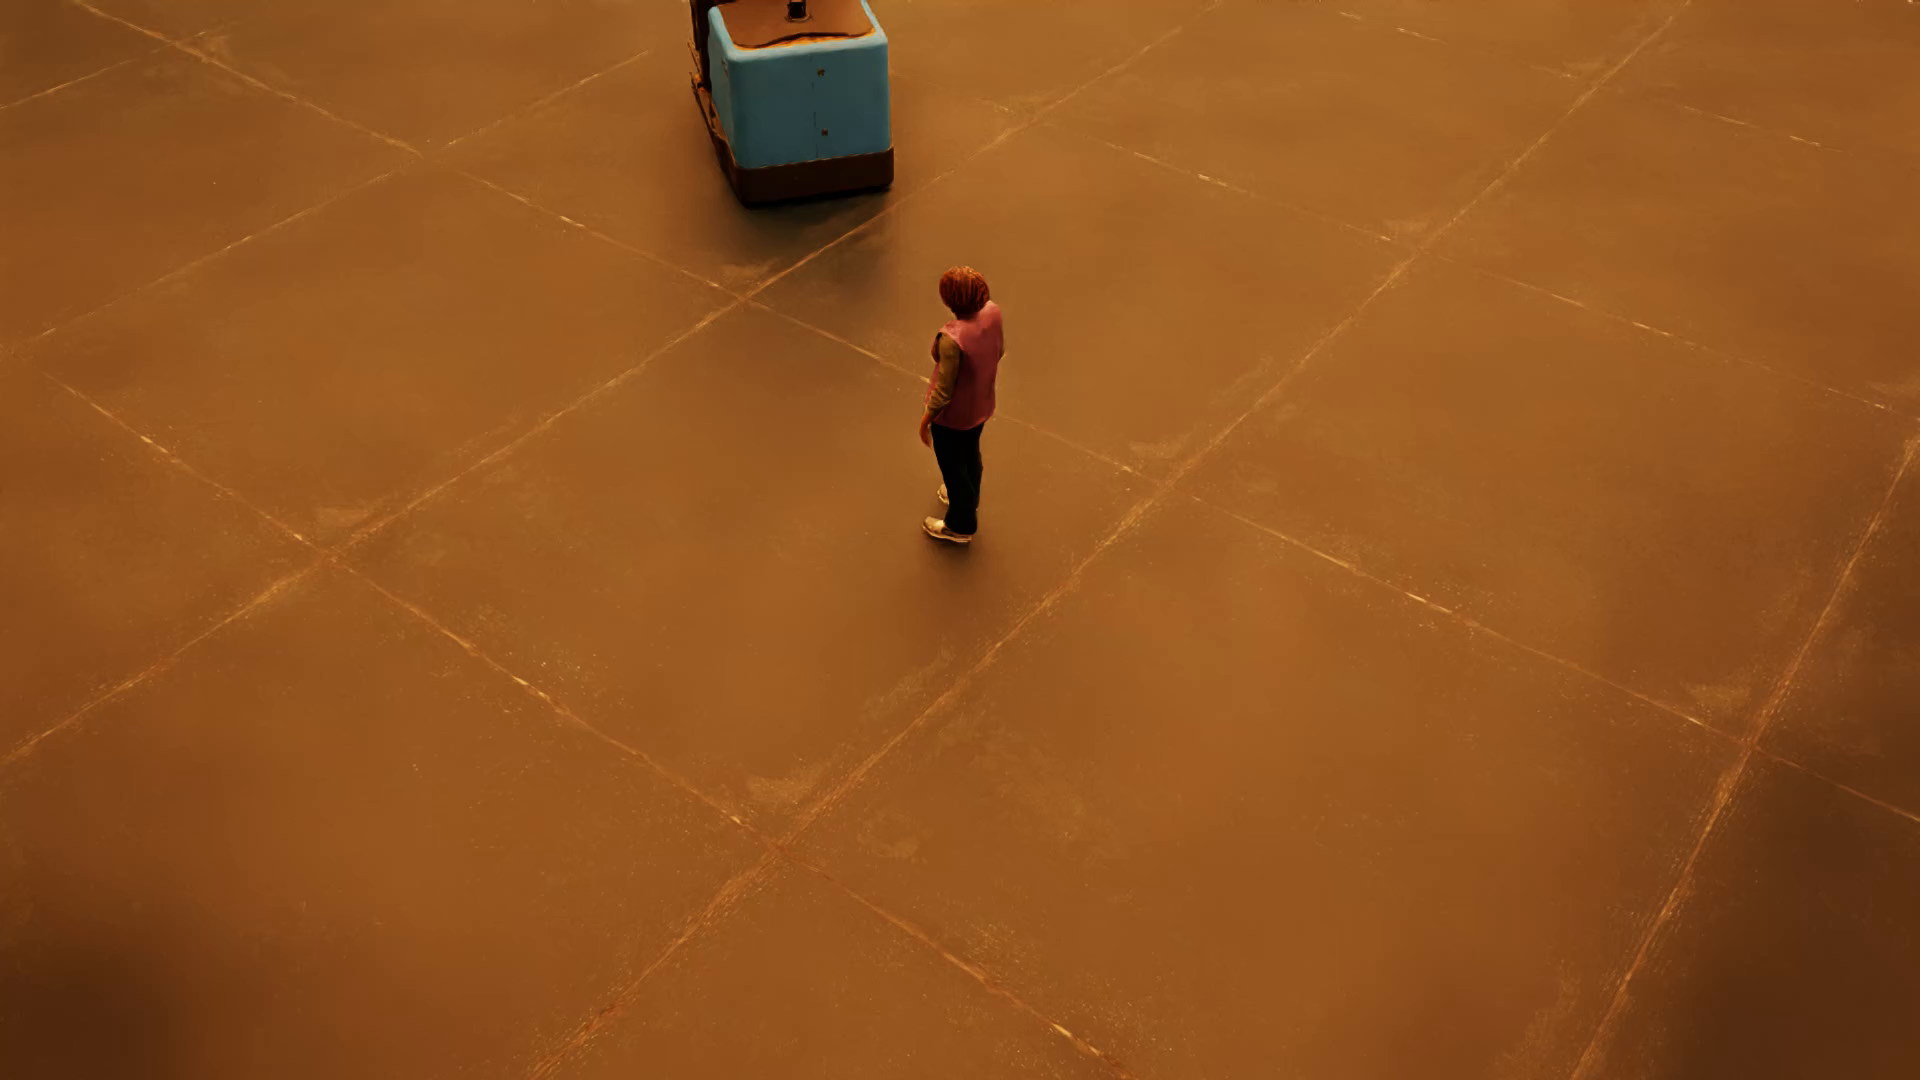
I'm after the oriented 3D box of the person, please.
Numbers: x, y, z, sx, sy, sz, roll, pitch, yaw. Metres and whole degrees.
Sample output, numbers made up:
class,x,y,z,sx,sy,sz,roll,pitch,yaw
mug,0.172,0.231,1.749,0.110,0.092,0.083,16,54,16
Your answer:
class,x,y,z,sx,sy,sz,roll,pitch,yaw
person,-0.050,-0.649,7.853,0.474,1.597,0.520,26,47,28

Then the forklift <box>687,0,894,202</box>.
class,x,y,z,sx,sy,sz,roll,pitch,yaw
forklift,-1.326,-4.273,11.086,1.130,2.935,3.031,-10,42,-12
